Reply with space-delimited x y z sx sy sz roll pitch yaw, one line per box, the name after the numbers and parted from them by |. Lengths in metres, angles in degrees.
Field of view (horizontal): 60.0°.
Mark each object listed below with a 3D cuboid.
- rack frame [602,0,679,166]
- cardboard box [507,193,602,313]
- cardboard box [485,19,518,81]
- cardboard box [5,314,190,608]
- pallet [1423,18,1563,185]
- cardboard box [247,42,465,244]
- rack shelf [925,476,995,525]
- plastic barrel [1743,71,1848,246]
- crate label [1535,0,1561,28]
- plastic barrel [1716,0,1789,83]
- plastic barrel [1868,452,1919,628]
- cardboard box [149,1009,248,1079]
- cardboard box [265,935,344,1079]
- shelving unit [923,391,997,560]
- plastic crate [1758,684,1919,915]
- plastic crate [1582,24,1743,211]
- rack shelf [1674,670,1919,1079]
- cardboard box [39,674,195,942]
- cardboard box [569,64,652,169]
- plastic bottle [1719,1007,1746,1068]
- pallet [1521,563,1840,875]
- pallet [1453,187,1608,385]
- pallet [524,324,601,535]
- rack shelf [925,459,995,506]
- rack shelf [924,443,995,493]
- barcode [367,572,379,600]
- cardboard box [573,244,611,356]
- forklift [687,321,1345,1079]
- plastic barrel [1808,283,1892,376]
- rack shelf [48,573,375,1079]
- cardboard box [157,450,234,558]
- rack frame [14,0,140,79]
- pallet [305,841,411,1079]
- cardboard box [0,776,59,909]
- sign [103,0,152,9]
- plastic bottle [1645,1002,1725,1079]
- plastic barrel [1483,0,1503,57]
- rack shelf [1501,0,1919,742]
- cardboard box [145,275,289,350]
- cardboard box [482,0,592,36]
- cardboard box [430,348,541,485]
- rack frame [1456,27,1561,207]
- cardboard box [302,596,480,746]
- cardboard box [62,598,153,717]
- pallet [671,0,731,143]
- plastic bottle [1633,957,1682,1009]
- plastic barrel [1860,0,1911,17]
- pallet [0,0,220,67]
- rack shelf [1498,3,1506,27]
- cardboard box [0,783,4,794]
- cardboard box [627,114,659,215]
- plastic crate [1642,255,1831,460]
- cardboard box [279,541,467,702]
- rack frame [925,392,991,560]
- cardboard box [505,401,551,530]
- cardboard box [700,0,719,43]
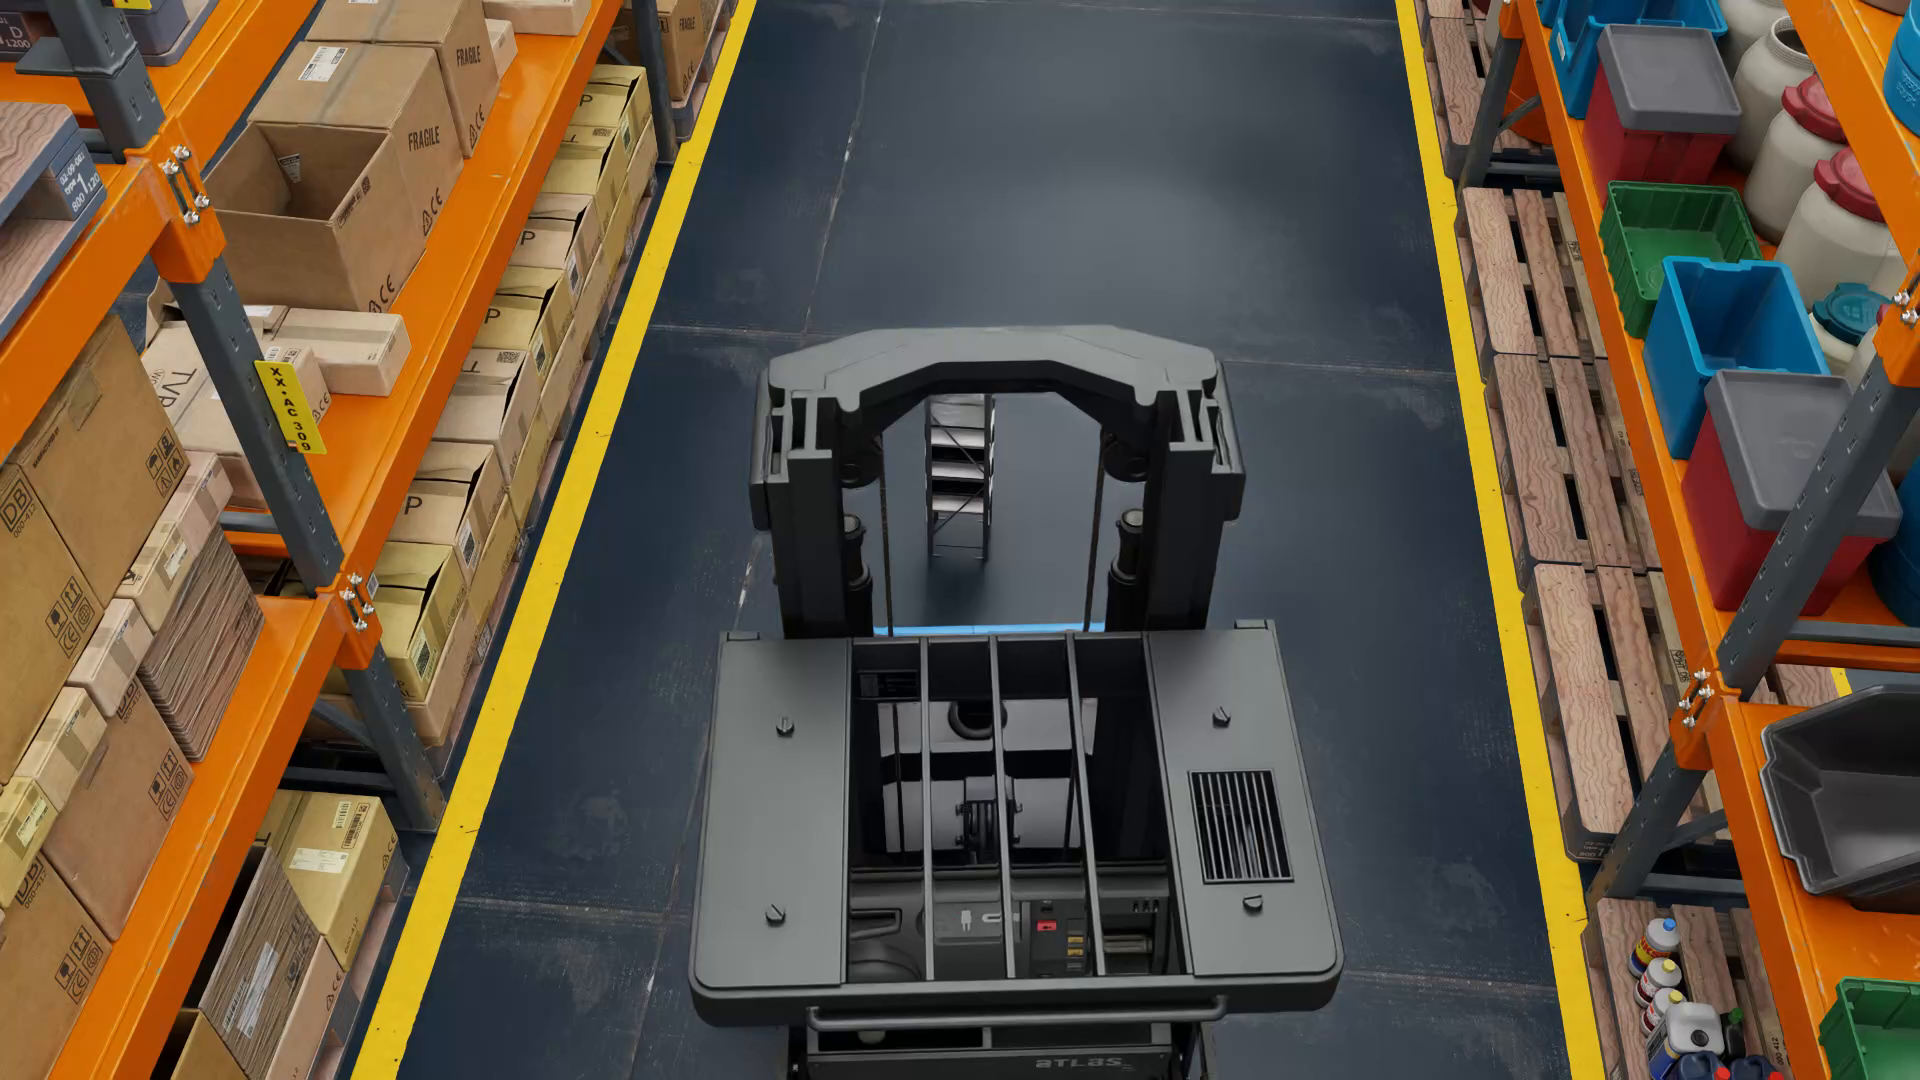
-1.955 -3.004 7.464 1.000 3.000 0.127 4 48 4 | rack frame
-1.847 -1.252 7.061 0.500 0.311 0.500 4 48 3 | cardboard box
-2.015 -1.978 6.696 0.380 0.149 0.250 7 48 6 | cardboard box
-2.354 -0.209 3.962 0.700 0.500 0.500 4 48 4 | cardboard box
3.008 -2.309 8.719 1.003 0.211 1.213 4 48 4 | pallet
-2.140 -1.416 5.945 0.500 0.500 0.500 4 48 4 | cardboard box
0.001 -0.166 6.581 0.258 0.077 0.200 4 48 4 | rack shelf
3.025 -1.320 5.832 0.433 0.535 0.433 0 48 0 | plastic barrel
2.566 -2.327 6.959 0.303 0.233 0.416 4 48 4 | crate label
3.096 -1.935 6.411 0.421 0.512 0.421 0 48 0 | plastic barrel
2.950 -0.161 4.525 0.600 0.901 0.708 4 48 4 | plastic barrel
-2.243 1.559 4.362 0.500 0.500 0.500 4 48 4 | cardboard box
-2.200 1.444 4.975 0.500 0.250 0.500 4 48 4 | cardboard box
0.001 -0.310 6.423 0.258 0.900 0.210 4 48 4 | shelving unit
2.438 0.669 4.148 0.767 0.338 0.504 4 48 4 | plastic crate
2.525 -1.522 6.066 0.402 0.464 0.583 4 48 4 | plastic crate
2.431 1.984 3.390 1.077 0.370 4.000 4 48 4 | rack shelf
-2.395 0.617 4.086 0.700 0.500 0.500 3 48 3 | cardboard box
-1.758 -2.005 7.750 0.500 0.311 0.500 5 48 5 | cardboard box
2.251 1.491 4.896 0.061 0.283 0.133 4 48 4 | plastic bottle
2.646 0.633 6.028 1.003 0.211 1.213 4 48 4 | pallet
2.868 -1.160 7.668 1.003 0.211 1.213 4 48 4 | pallet
-2.183 -0.566 7.125 1.003 0.211 1.213 4 48 4 | pallet
0.001 -0.226 6.514 0.258 0.077 0.200 4 48 4 | rack shelf
0.001 -0.287 6.448 0.258 0.077 0.200 4 48 4 | rack shelf
-1.882 0.147 5.328 0.001 0.075 0.075 4 48 4 | barcode
-1.852 -1.066 7.271 0.500 0.250 0.500 5 48 4 | cardboard box
0.082 1.077 3.778 1.130 2.935 3.031 -1 48 -1 | forklift
2.886 -0.644 5.400 0.301 0.262 0.301 0 48 0 | plastic barrel
-2.502 1.648 3.697 1.077 0.370 4.000 4 48 4 | rack shelf
-2.131 -0.103 4.304 0.380 0.149 0.250 4 48 3 | cardboard box
-2.320 -2.089 2.562 1.000 3.000 0.127 4 48 4 | rack frame
-2.434 1.458 5.273 1.003 0.211 1.213 4 48 4 | pallet
-2.226 0.645 3.620 0.380 0.149 0.250 4 48 3 | cardboard box
-1.767 -1.242 3.416 0.100 0.325 0.005 4 48 4 | sign
2.145 1.487 4.905 0.152 0.276 0.135 5 48 5 | plastic bottle
2.967 -2.751 8.635 0.421 0.512 0.421 0 48 0 | plastic barrel
2.795 -0.955 6.078 1.077 0.370 4.000 4 48 4 | rack shelf
-2.422 -0.677 5.428 0.396 0.266 0.258 3 48 3 | cardboard box
-1.762 -2.239 6.936 0.380 0.149 0.250 4 48 4 | cardboard box
-1.937 -0.502 6.375 0.500 0.311 0.500 2 48 2 | cardboard box
2.977 -2.668 7.157 1.000 3.000 0.127 4 48 4 | rack frame
-2.036 0.442 5.891 0.500 0.250 0.500 3 48 3 | cardboard box
-2.177 0.272 3.962 0.380 0.149 0.250 3 48 2 | cardboard box
-1.849 -2.609 8.993 1.003 0.211 1.213 4 48 4 | pallet
2.138 1.347 5.084 0.097 0.201 0.097 0 48 0 | plastic bottle
2.503 -1.779 3.972 0.600 0.901 0.600 0 48 0 | plastic barrel
-2.252 -1.661 4.333 0.805 0.209 1.217 2 48 2 | pallet
3.160 -3.895 8.767 1.077 0.370 4.000 4 48 4 | rack shelf
-2.445 0.530 3.286 0.700 0.500 0.500 4 48 4 | cardboard box
-1.760 -1.814 7.955 0.500 0.250 0.500 5 48 4 | cardboard box
2.404 -0.554 5.235 0.392 0.384 0.575 4 48 4 | plastic crate
-2.034 0.246 5.691 0.500 0.311 0.500 4 48 4 | cardboard box
-0.009 -0.235 6.355 0.240 0.900 0.006 4 48 4 | rack frame
-1.944 -0.314 6.583 0.500 0.250 0.500 3 48 2 | cardboard box
-1.587 -3.009 8.865 0.500 0.500 0.500 2 48 2 | cardboard box
